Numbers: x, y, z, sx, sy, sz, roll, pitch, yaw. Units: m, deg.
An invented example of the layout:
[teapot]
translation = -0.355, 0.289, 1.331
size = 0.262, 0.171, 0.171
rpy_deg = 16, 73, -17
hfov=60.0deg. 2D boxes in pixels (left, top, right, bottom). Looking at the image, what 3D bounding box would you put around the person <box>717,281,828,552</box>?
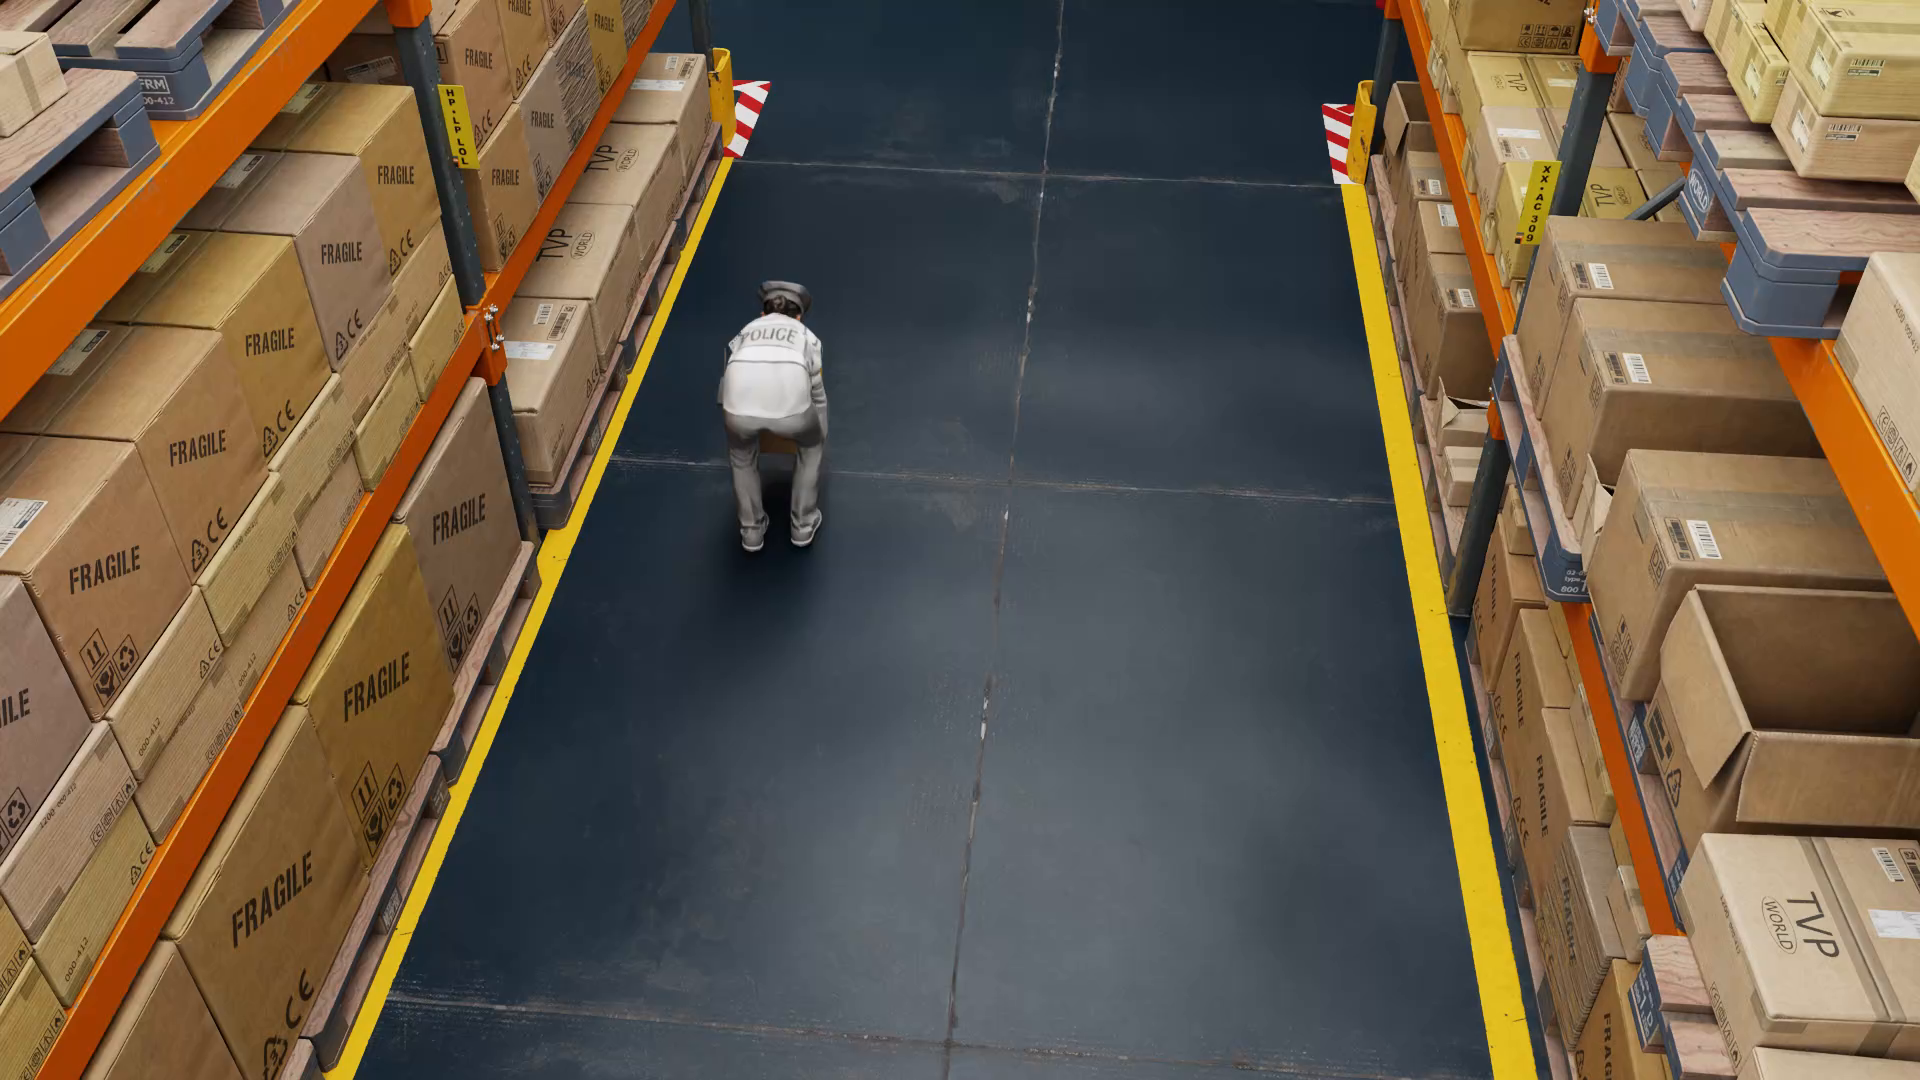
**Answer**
[person]
translation = -0.797, -0.537, 7.293
size = 0.421, 1.014, 0.920
rpy_deg = 1, 40, 1
